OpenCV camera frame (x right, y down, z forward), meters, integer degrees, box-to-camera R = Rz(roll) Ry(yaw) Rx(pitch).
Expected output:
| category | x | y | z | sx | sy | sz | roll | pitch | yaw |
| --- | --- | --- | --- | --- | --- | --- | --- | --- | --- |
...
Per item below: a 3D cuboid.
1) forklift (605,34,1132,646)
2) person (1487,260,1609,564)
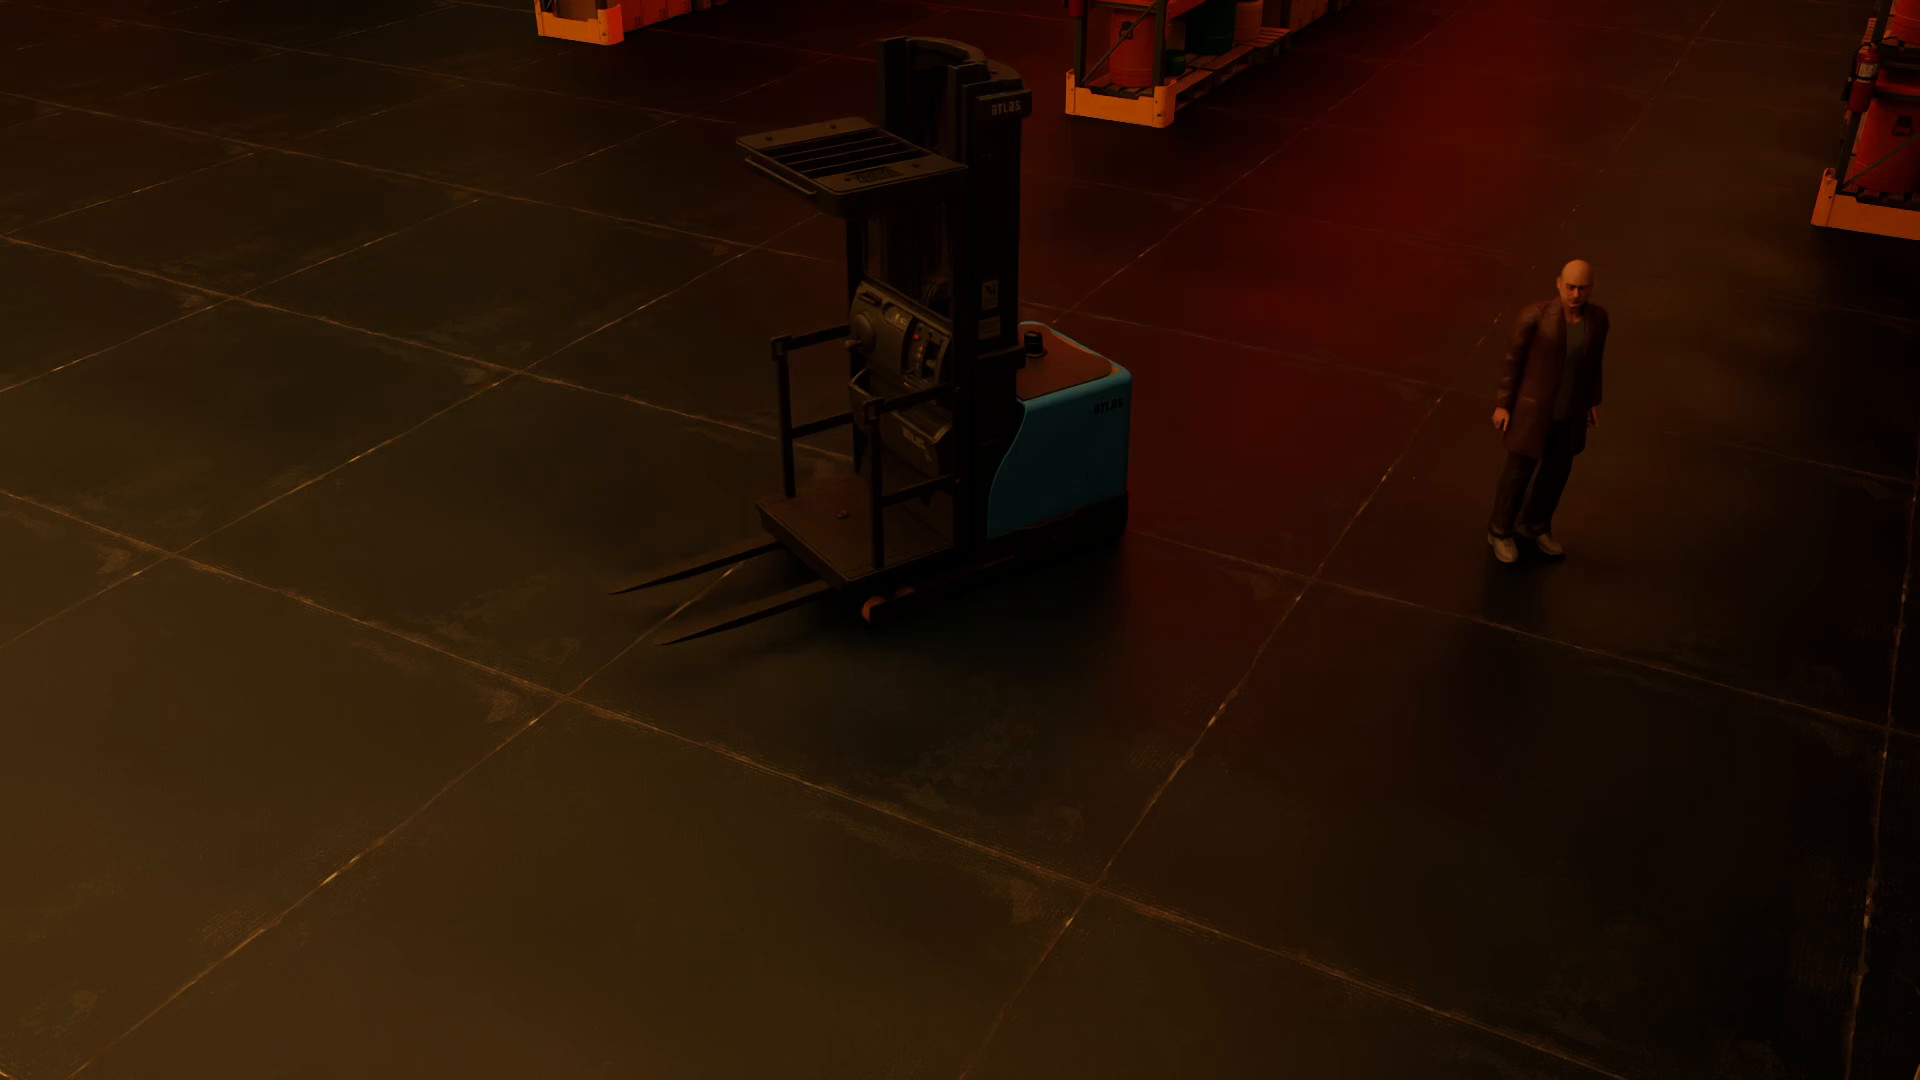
| category | x | y | z | sx | sy | sz | roll | pitch | yaw |
| --- | --- | --- | --- | --- | --- | --- | --- | --- | --- |
| forklift | -0.503 | -1.093 | 8.964 | 3.031 | 2.935 | 1.130 | -19 | 35 | -29 |
| person | 3.375 | -0.726 | 9.479 | 0.643 | 1.782 | 0.420 | -4 | 30 | -7 |
